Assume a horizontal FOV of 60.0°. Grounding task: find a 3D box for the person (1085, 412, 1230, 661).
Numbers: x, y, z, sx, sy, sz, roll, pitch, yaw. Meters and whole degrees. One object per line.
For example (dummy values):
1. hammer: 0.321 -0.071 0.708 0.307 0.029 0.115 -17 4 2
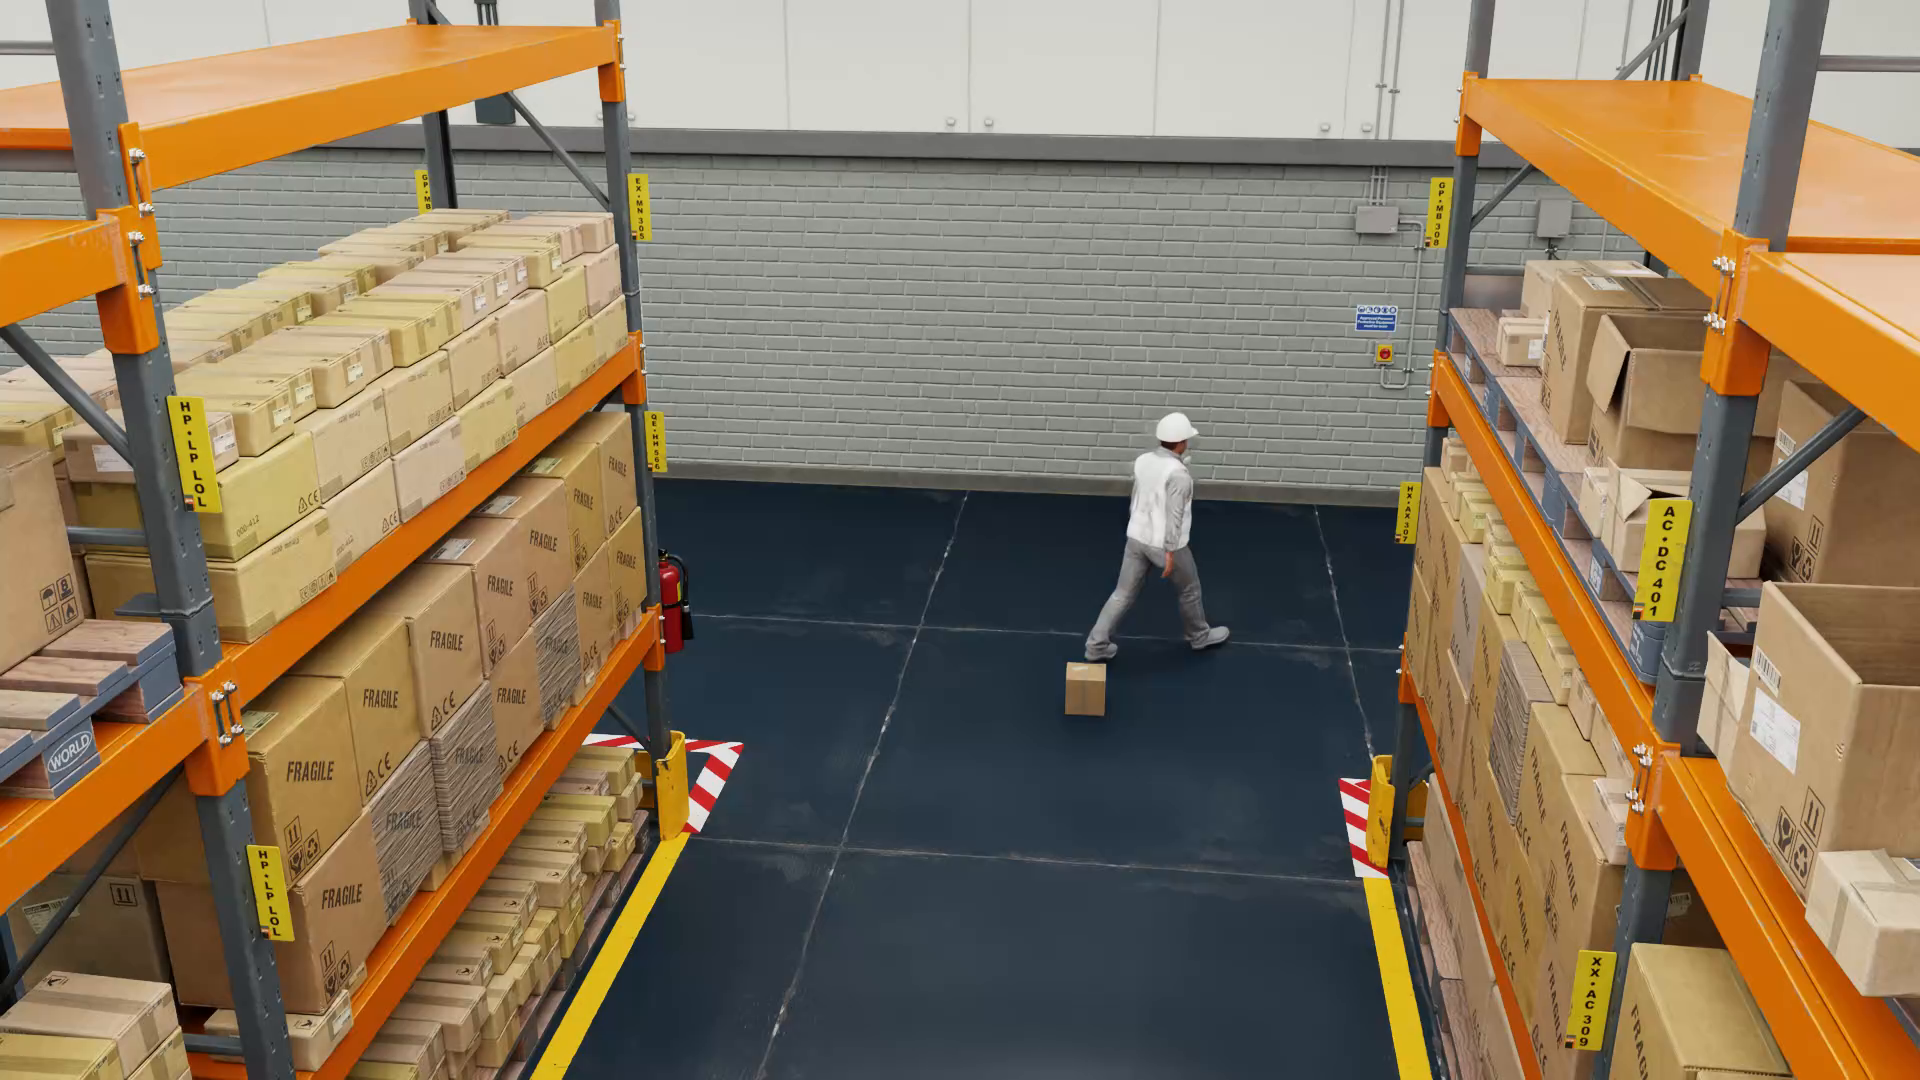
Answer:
1. person: 1.322 -0.017 11.161 1.109 1.712 0.544 -16 26 -35
